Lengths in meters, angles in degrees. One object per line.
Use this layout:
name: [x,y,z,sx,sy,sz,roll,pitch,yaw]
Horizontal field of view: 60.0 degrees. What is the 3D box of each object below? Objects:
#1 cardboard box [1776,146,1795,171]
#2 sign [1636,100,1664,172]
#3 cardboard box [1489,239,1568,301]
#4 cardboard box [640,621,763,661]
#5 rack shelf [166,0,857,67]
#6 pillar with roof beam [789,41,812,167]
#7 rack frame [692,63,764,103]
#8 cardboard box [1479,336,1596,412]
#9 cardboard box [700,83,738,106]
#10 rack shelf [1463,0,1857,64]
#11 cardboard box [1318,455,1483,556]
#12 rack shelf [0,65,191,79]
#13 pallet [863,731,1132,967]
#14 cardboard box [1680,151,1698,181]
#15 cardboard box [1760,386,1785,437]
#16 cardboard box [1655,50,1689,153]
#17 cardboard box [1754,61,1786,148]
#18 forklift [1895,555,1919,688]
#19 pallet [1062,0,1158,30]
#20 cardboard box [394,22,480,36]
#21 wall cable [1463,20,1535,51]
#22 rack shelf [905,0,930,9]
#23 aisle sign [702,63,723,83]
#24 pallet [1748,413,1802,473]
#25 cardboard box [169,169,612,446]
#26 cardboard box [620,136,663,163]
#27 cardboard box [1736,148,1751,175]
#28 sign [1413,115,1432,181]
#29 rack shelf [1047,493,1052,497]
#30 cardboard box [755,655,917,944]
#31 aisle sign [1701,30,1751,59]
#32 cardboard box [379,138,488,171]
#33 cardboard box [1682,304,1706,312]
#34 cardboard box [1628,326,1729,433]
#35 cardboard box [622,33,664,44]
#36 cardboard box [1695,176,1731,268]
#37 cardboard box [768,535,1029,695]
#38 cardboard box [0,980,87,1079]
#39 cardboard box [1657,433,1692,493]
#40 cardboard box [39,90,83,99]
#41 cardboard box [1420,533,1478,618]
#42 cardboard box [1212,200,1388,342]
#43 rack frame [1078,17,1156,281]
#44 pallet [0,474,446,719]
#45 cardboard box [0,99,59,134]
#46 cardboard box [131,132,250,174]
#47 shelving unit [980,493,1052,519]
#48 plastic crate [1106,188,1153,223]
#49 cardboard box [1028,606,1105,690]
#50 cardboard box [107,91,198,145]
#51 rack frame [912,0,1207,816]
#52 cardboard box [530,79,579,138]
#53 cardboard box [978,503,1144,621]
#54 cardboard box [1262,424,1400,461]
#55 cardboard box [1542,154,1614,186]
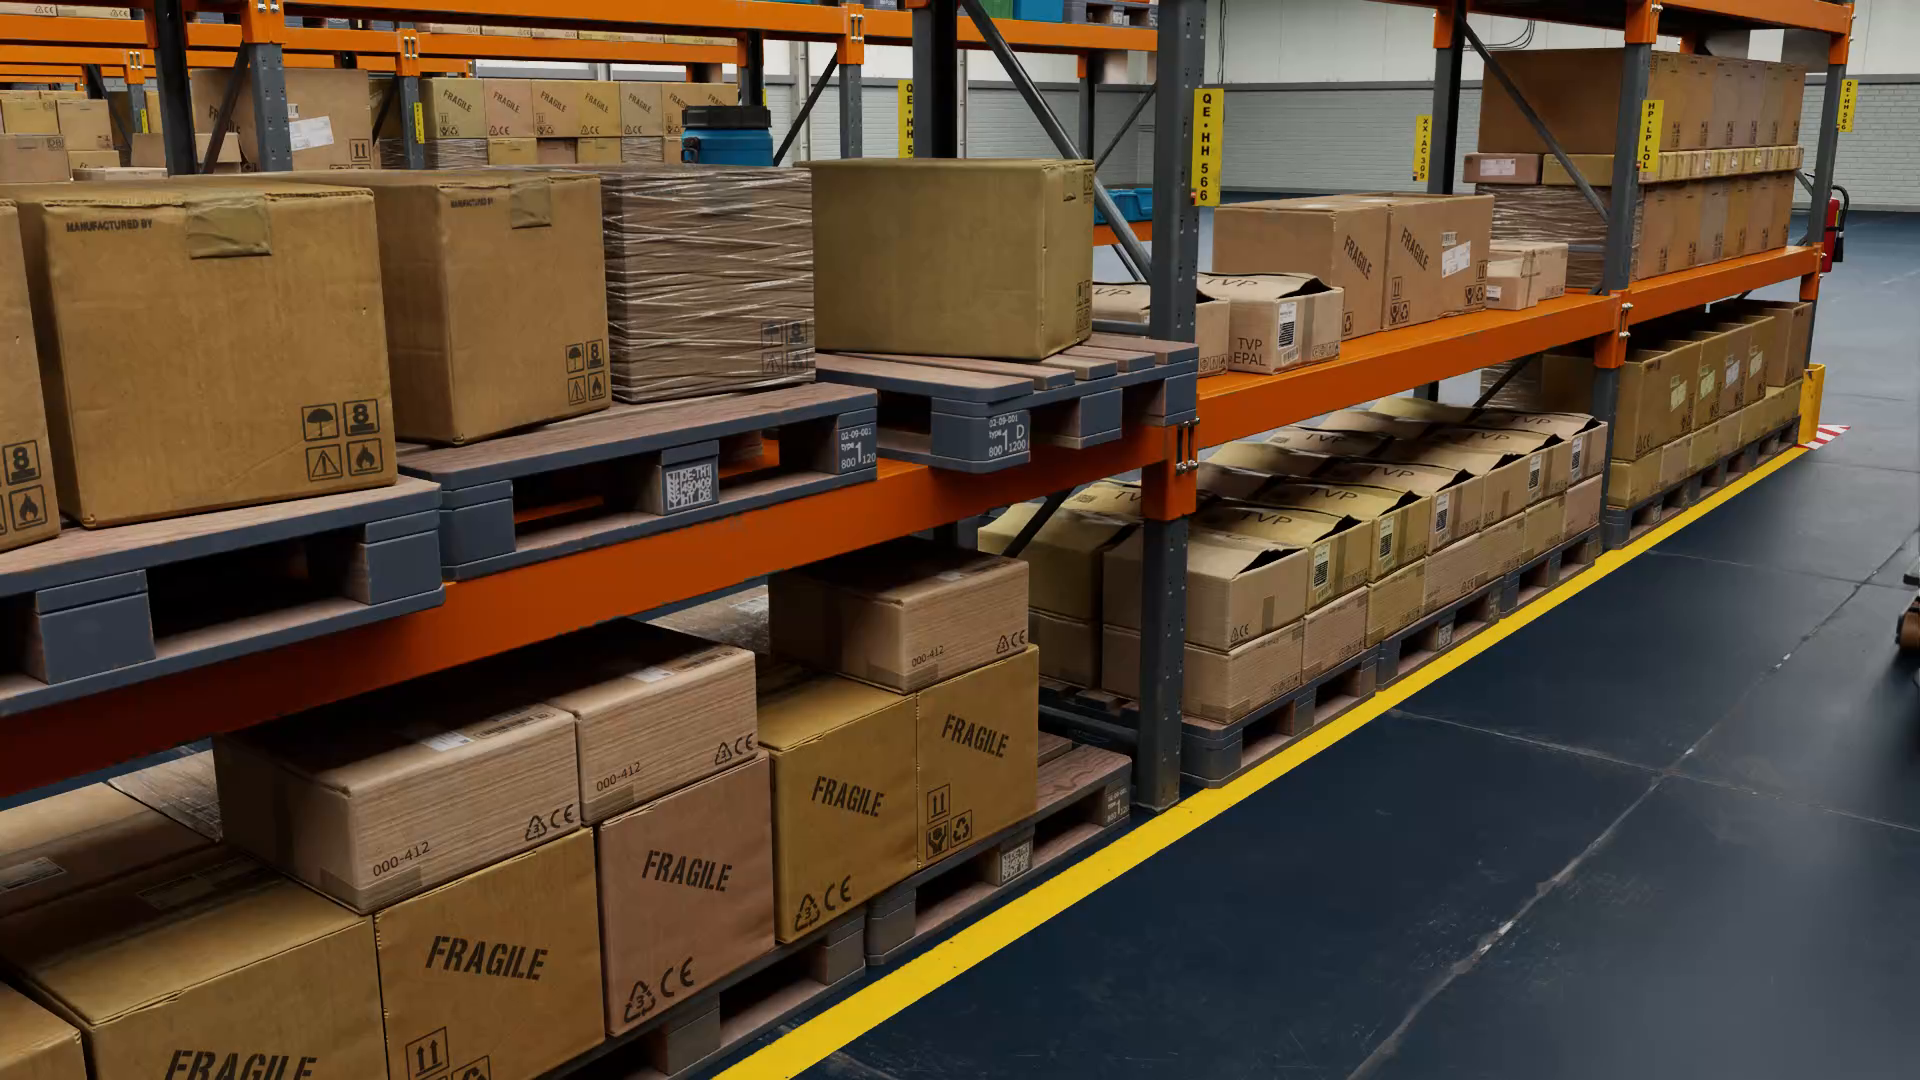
cardboard box: [5.046,-2.420,10.537,0.380,0.149,0.250,12,18,39]
sign: [3.216,-1.885,7.760,0.100,0.325,0.005,11,18,38]
cardboard box: [2.512,-1.270,7.837,0.500,0.250,0.500,13,19,41]
cardboard box: [-0.878,0.559,4.512,0.500,0.500,0.500,11,18,37]
rack shelf: [-2.320,-2.934,9.448,1.077,0.370,4.000,11,18,38]
pillar with roof beam: [-0.449,-11.740,36.559,9.100,9.000,0.400,11,18,38]
rack frame: [-2.401,-3.744,17.269,1.000,3.000,0.127,11,18,38]
cardboard box: [3.233,-0.895,9.263,0.500,0.500,0.500,11,18,38]
cardboard box: [-2.554,-4.278,16.531,0.500,0.500,0.500,11,18,38]
rack shelf: [4.045,-2.932,9.443,1.077,0.370,4.000,11,18,38]
cardboard box: [1.800,-0.173,6.806,0.500,0.311,0.500,11,18,37]
rack shelf: [-11.366,-6.000,21.517,1.077,0.370,4.000,11,18,38]
pallet: [-0.225,0.810,5.004,1.003,0.211,1.213,11,18,38]
cardboard box: [3.749,-2.024,8.979,0.380,0.149,0.250,11,18,36]
cardboard box: [4.890,-0.835,10.550,0.500,0.250,0.500,11,18,38]
cardboard box: [3.378,-2.304,8.764,0.700,0.500,0.500,11,18,37]
cardboard box: [4.639,-2.688,10.275,0.700,0.500,0.500,11,18,36]
forklift: [4.480,-0.948,6.402,1.130,2.935,3.031,11,18,36]
pallet: [0.855,-4.197,13.341,1.003,0.211,1.213,11,18,38]
cardboard box: [-4.433,-4.406,14.086,0.500,0.250,0.500,10,18,35]
wall cable: [13.999,-15.240,43.429,2.305,6.003,0.169,11,18,38]
rack shelf: [-0.983,-1.400,3.412,1.077,0.370,4.000,11,18,38]
aisle sign: [-2.595,-5.062,17.178,0.394,0.787,0.004,11,18,38]
pallet: [4.854,-0.706,10.973,1.003,0.211,1.213,11,18,38]
cardboard box: [-1.178,-0.512,3.490,0.700,0.500,0.500,6,16,23]
cardboard box: [-3.337,-3.632,16.021,0.875,0.500,0.500,11,18,38]
cardboard box: [4.397,-2.222,9.758,0.380,0.149,0.250,12,18,39]
sign: [2.355,-1.988,8.436,0.100,0.325,0.005,11,18,38]
rack shelf: [-0.004,-0.307,8.540,0.538,0.278,1.000,11,18,38]
cardboard box: [-0.457,0.635,4.216,0.500,0.500,0.500,10,18,36]
aisle sign: [5.105,-3.530,11.147,0.394,0.787,0.004,11,18,38]
cardboard box: [-4.584,-3.247,14.506,0.875,0.500,0.500,11,18,38]
cardboard box: [4.479,-1.280,10.779,0.500,0.500,0.500,11,18,38]
cardboard box: [3.951,-0.910,9.323,0.500,0.500,0.500,11,18,38]
cardboard box: [-3.147,-4.801,15.640,0.500,0.250,0.500,12,18,39]
cardboard box: [4.028,-1.874,9.706,0.700,0.500,0.500,12,19,39]
cardboard box: [-0.164,0.184,4.469,0.500,0.250,0.500,12,19,40]
cardboard box: [-1.747,1.031,2.655,0.500,0.500,0.500,10,18,35]
cardboard box: [3.633,-0.452,9.041,0.500,0.250,0.500,11,18,38]
cardboard box: [-11.503,-5.426,21.051,0.700,0.500,0.500,11,18,36]
cardboard box: [1.791,0.101,6.865,0.500,0.250,0.500,12,18,39]
cardboard box: [1.316,-1.051,6.463,0.500,0.500,0.500,10,17,35]
rack frame: [1.451,-2.978,14.252,1.000,3.000,0.127,11,18,38]
pallet: [-1.653,0.045,2.745,1.003,0.211,1.213,11,18,38]
cardboard box: [-9.339,-4.103,16.449,0.700,0.500,0.500,11,18,37]
cardboard box: [-5.933,-2.885,12.826,0.797,0.503,0.637,14,20,43]
shelving unit: [-0.004,-0.544,8.479,0.538,1.125,1.048,11,18,38]
plastic crate: [1.370,-2.763,13.710,0.499,0.251,0.616,11,18,38]
cardboard box: [0.415,0.312,6.032,0.500,0.250,0.500,12,18,39]
cardboard box: [-8.451,-4.426,17.457,0.875,0.550,0.550,11,18,38]
rack frame: [0.274,-0.678,5.200,1.000,3.000,0.127,11,18,38]
cardboard box: [-3.807,-3.894,15.020,0.500,0.500,0.500,11,18,38]
cardboard box: [0.411,0.041,5.963,0.500,0.311,0.500,12,18,39]
cardboard box: [1.691,-0.352,7.509,0.500,0.311,0.500,11,18,36]
cardboard box: [3.107,-1.829,8.208,0.380,0.149,0.250,11,18,37]
